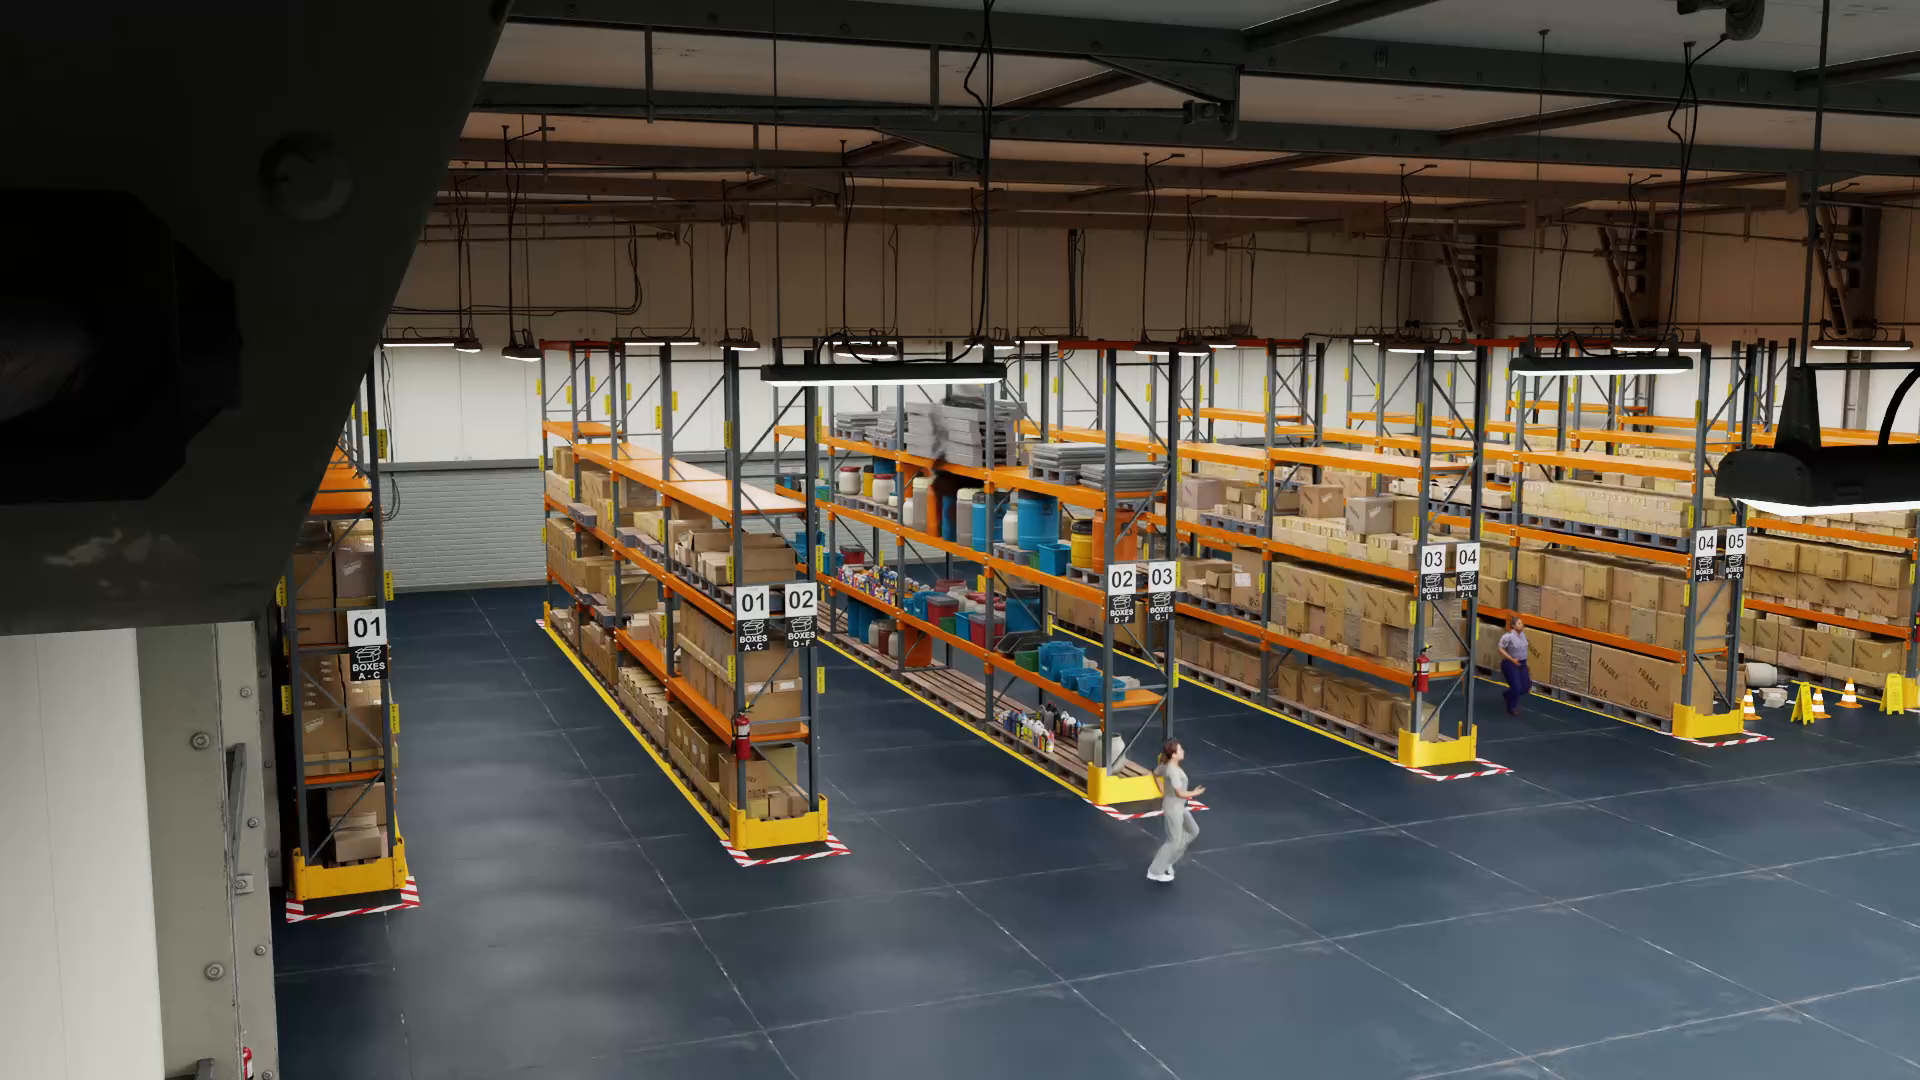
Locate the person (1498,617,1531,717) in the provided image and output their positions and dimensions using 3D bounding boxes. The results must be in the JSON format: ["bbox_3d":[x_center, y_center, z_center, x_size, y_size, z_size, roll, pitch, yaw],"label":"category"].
[{"bbox_3d":[8.957,2.043,26.967,0.613,1.618,0.551,-4,9,-30],"label":"person"}]

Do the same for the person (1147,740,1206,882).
[{"bbox_3d":[2.453,3.067,18.862,0.655,1.633,0.556,0,7,3],"label":"person"}]

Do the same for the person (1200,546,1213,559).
[{"bbox_3d":[6.345,0.032,42.517,0.483,1.565,0.530,-7,10,-42],"label":"person"}]

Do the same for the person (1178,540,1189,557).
[{"bbox_3d":[5.590,0.044,41.855,0.593,1.689,0.725,3,8,20],"label":"person"}]
